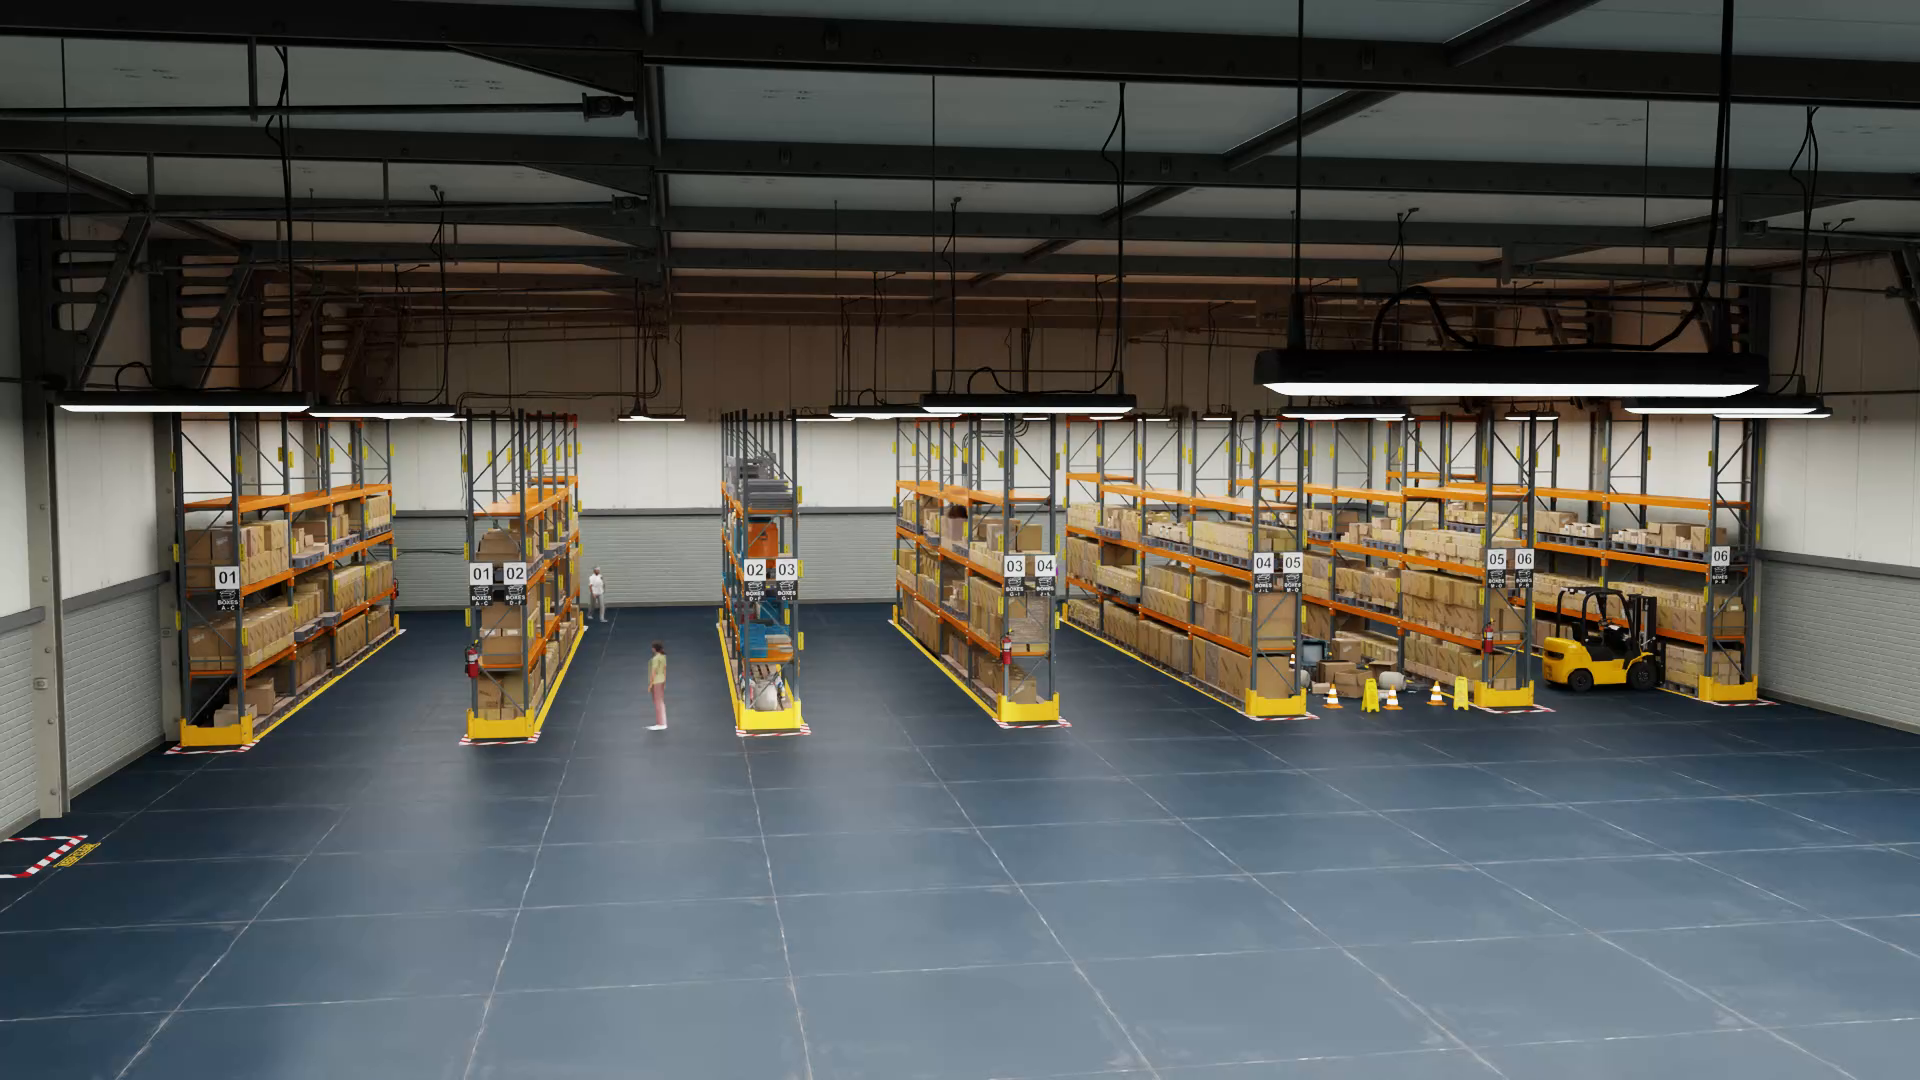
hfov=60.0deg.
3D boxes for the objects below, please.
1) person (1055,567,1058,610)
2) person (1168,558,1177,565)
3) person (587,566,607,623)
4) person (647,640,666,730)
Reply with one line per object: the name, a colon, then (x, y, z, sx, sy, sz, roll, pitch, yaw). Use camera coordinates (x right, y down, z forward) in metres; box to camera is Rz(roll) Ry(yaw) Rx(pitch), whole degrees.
person: (2.661, 1.357, 50.377, 0.606, 1.725, 1.059, 1, 4, 19)
person: (6.759, 1.177, 52.807, 0.908, 1.741, 0.652, -2, 4, -22)
person: (-10.503, 1.551, 48.061, 0.474, 1.640, 0.927, -3, 5, -33)
person: (-5.668, 2.722, 31.144, 0.352, 1.695, 0.495, 1, 4, 8)
